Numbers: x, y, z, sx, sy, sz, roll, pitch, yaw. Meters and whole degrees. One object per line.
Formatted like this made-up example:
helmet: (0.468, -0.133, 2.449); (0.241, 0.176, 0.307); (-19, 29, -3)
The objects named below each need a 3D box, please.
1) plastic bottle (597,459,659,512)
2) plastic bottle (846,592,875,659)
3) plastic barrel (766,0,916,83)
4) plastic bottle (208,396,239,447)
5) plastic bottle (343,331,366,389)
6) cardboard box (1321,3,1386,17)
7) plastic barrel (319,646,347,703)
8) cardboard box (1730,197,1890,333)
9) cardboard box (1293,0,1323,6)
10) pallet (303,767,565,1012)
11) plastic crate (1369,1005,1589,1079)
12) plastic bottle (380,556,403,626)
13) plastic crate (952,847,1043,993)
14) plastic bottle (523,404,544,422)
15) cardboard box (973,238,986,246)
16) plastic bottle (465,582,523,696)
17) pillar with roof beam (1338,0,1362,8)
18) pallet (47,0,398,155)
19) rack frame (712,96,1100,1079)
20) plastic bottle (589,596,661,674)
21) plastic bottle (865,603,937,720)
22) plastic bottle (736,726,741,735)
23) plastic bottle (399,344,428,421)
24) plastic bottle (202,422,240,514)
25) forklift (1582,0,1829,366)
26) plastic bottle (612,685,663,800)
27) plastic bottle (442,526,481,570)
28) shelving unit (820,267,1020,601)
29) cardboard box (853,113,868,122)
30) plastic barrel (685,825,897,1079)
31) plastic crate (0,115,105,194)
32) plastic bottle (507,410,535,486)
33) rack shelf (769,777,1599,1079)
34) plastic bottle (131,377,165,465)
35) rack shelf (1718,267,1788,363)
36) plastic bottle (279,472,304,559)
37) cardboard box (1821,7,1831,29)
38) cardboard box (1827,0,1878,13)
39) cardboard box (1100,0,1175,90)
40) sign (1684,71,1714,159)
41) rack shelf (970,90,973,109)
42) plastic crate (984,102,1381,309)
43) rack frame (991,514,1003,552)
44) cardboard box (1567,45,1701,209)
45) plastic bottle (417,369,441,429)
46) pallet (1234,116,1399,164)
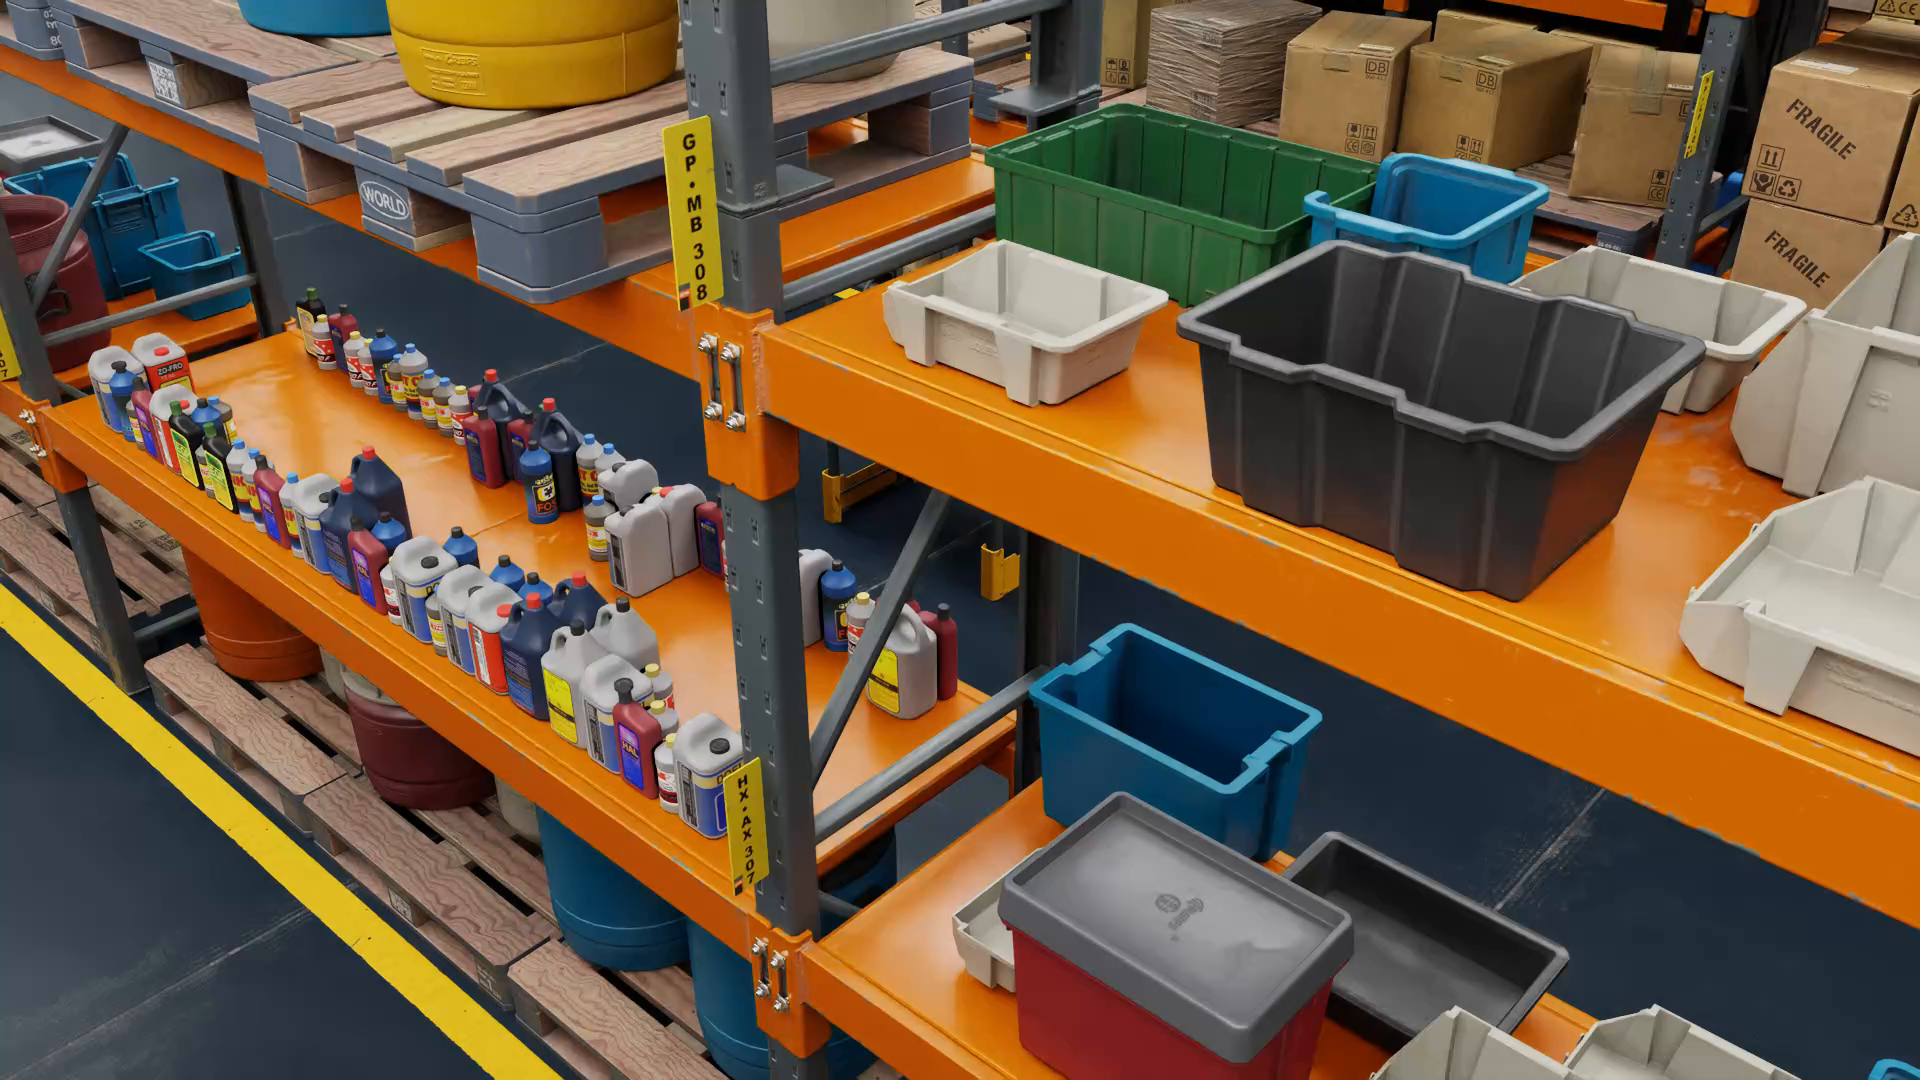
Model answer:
plastic bottle: (-1.031, -0.130, 5.177); (0.135, 0.276, 0.152); (25, 39, 35)
plastic bottle: (-0.267, 0.240, 4.636); (0.097, 0.201, 0.097); (0, 31, 0)
plastic barrel: (-0.307, -1.277, 3.516); (0.433, 0.535, 0.433); (0, 31, 0)
plastic bottle: (-2.534, -0.396, 5.692); (0.097, 0.201, 0.097); (0, 31, 0)
plastic bottle: (-2.220, -0.672, 6.150); (0.097, 0.201, 0.097); (0, 31, 0)
cardboard box: (3.029, -3.996, 13.476); (0.500, 0.500, 0.700); (26, 39, 36)
plastic barrel: (-2.198, 0.349, 6.266); (0.421, 0.512, 0.421); (0, 31, 0)
cardboard box: (3.437, -1.131, 6.624); (0.500, 0.500, 0.500); (26, 40, 36)
cardboard box: (2.648, -4.538, 13.650); (0.500, 0.250, 0.500); (26, 40, 36)
pallet: (-1.538, 1.013, 5.862); (1.213, 0.211, 1.003); (25, 39, 35)
plastic crate: (0.924, 1.148, 2.992); (0.530, 0.282, 0.437); (25, 39, 35)
plastic bottle: (-1.615, 0.139, 4.804); (0.097, 0.201, 0.097); (0, 31, 0)
plastic crate: (0.164, 0.827, 3.666); (0.243, 0.136, 0.396); (25, 39, 35)
plastic bottle: (-1.381, -0.328, 5.500); (0.133, 0.283, 0.061); (25, 39, 35)
cardboard box: (0.422, -1.604, 9.503); (0.500, 0.500, 0.500); (27, 40, 37)
plastic bottle: (-1.239, 0.263, 4.525); (0.135, 0.276, 0.152); (25, 39, 35)
pillar with roof beam: (0.325, -6.354, 9.579); (0.400, 9.000, 9.100); (25, 39, 35)
pallet: (-1.575, -1.306, 4.285); (1.213, 0.211, 1.003); (25, 39, 35)
rack frame: (-0.085, 0.524, 3.971); (0.127, 3.000, 1.000); (25, 39, 35)
plastic bottle: (-0.889, 0.297, 4.396); (0.185, 0.351, 0.144); (25, 39, 35)
plastic bottle: (-0.158, 0.285, 4.416); (0.185, 0.351, 0.144); (25, 39, 35)
plastic bottle: (-0.524, 0.542, 4.134); (0.097, 0.201, 0.097); (0, 31, 0)
plastic bottle: (-1.931, -0.567, 5.908); (0.097, 0.271, 0.097); (0, 31, 0)
plastic bottle: (-2.364, -0.233, 5.342); (0.133, 0.283, 0.061); (25, 39, 35)
forklift: (3.975, -2.748, 9.473); (3.031, 2.935, 1.130); (26, 40, 36)
plastic bottle: (-0.796, 0.498, 4.127); (0.133, 0.283, 0.061); (25, 39, 35)
plastic bottle: (-1.441, 0.084, 4.826); (0.097, 0.271, 0.097); (0, 31, 0)
shelving unit: (-0.057, -0.669, 7.407); (1.083, 1.500, 0.587); (25, 39, 35)
cardboard box: (-0.687, -2.645, 10.950); (0.500, 0.311, 0.500); (24, 38, 34)
plastic barrel: (-0.477, 1.048, 4.728); (0.708, 0.901, 0.600); (25, 39, 35)
plastic crate: (-4.043, -1.564, 7.378); (0.583, 0.464, 0.402); (25, 39, 35)
plastic bottle: (-1.422, -0.305, 5.461); (0.133, 0.283, 0.061); (25, 39, 35)
rack shelf: (1.398, 1.524, 3.007); (4.000, 0.370, 1.077); (25, 39, 35)
plastic bottle: (-2.734, -0.406, 5.629); (0.133, 0.283, 0.061); (25, 39, 35)
rack shelf: (4.725, -0.369, 6.151); (4.000, 0.370, 1.077); (25, 39, 35)
plastic bottle: (-2.023, -0.082, 5.102); (0.097, 0.271, 0.097); (0, 31, 0)
cardboard box: (5.522, -3.428, 10.761); (0.250, 0.149, 0.380); (25, 39, 35)
cardboard box: (5.667, -3.680, 10.549); (0.500, 0.500, 0.500); (25, 39, 35)
cardboard box: (0.819, -2.801, 8.991); (0.500, 0.500, 0.700); (12, 33, 19)
sign: (2.872, -1.652, 6.462); (0.005, 0.325, 0.100); (25, 39, 35)
rack shelf: (-1.207, -3.137, 10.751); (4.000, 0.370, 1.077); (25, 39, 35)
plastic crate: (0.432, -0.639, 3.201); (0.662, 0.188, 0.450); (25, 39, 35)
rack frame: (0.314, -0.496, 7.120); (0.032, 1.500, 0.500); (25, 39, 35)
cardboard box: (3.041, -1.841, 7.396); (0.500, 0.500, 0.700); (12, 33, 19)
plastic bottle: (-1.859, -0.503, 5.870); (0.097, 0.201, 0.097); (0, 31, 0)
pallet: (1.721, -2.000, 8.350); (1.213, 0.211, 1.003); (25, 39, 35)
